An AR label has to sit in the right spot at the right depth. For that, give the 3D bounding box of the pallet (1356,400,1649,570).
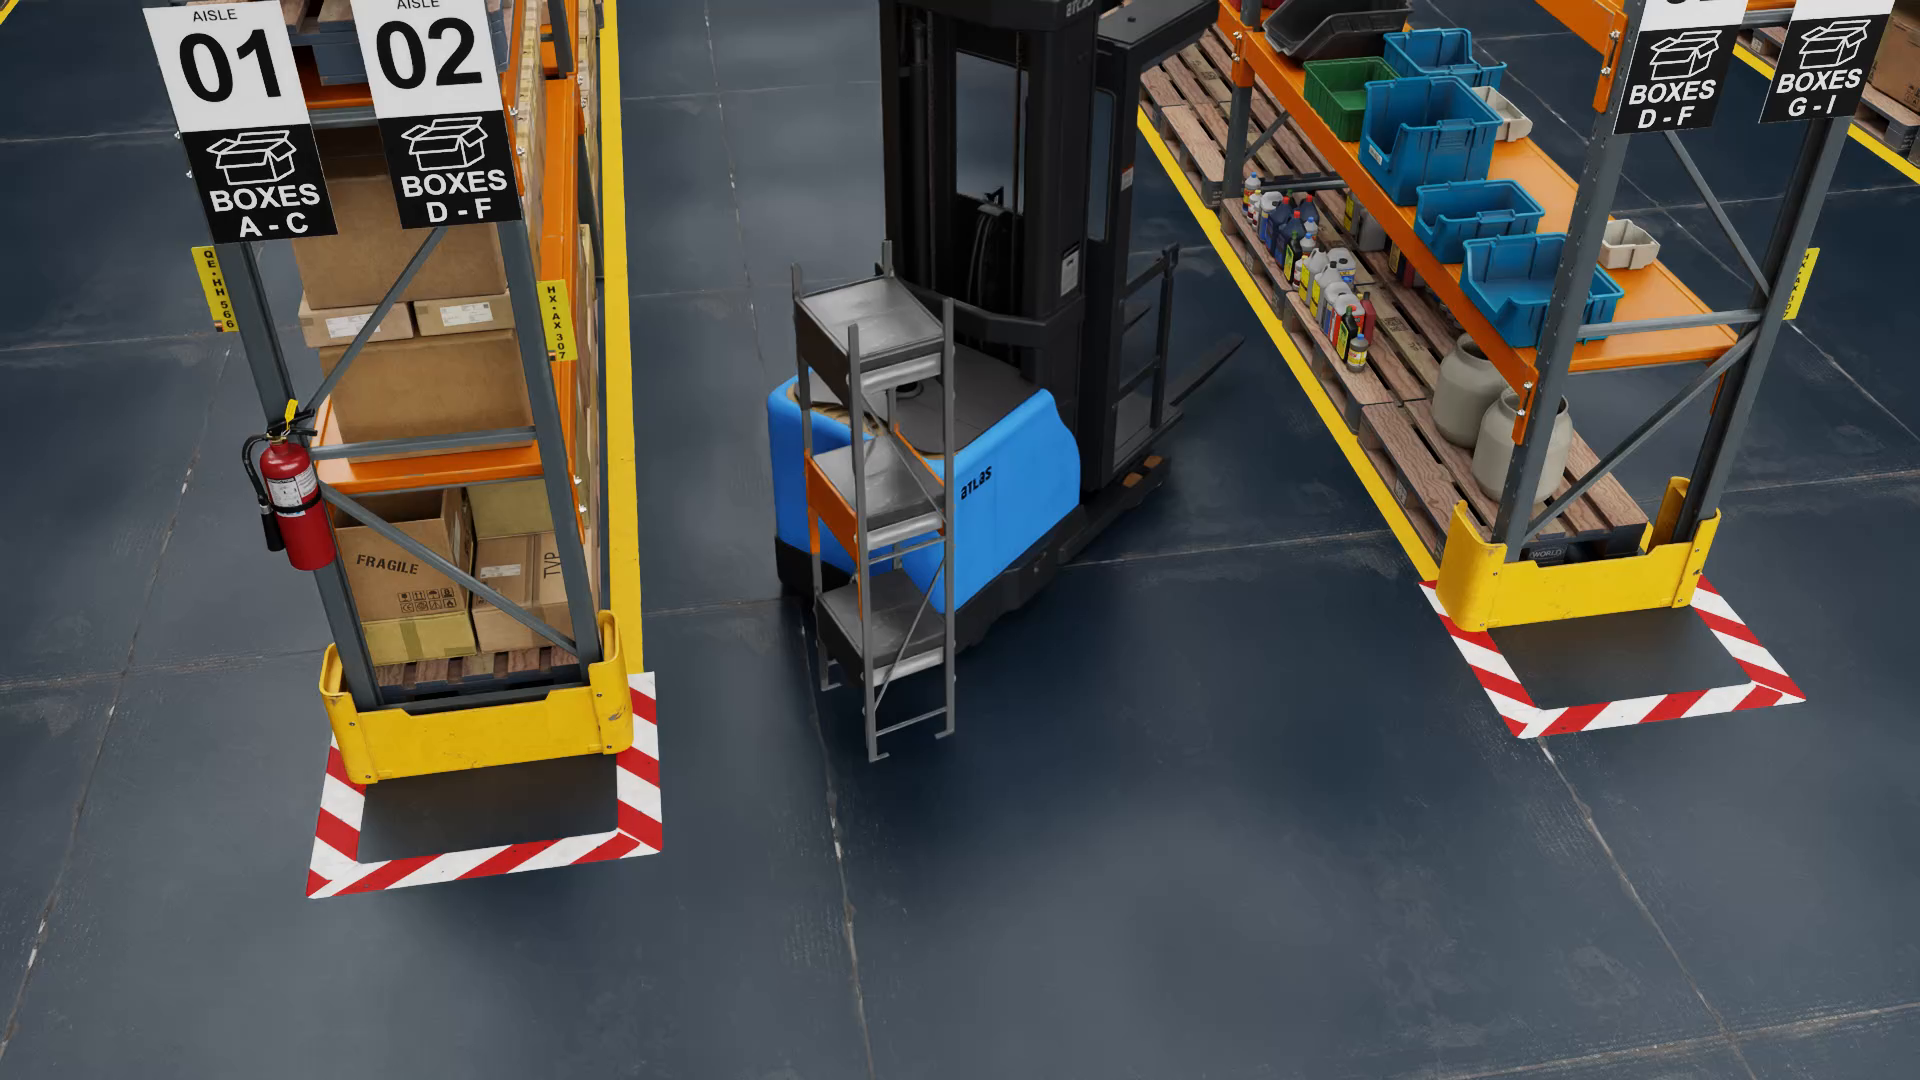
[{"bbox_3d":[2.695,-0.314,8.382,1.003,0.211,1.213,-6,38,-8],"label":"pallet"}]

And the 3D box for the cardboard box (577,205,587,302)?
[{"bbox_3d":[-2.314,-1.584,9.032,0.500,0.500,0.500,-6,38,-8],"label":"cardboard box"}]

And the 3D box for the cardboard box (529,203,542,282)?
[{"bbox_3d":[-2.233,-1.292,7.287,0.700,0.500,0.500,-6,38,-8],"label":"cardboard box"}]

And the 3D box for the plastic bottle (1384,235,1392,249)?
[{"bbox_3d":[2.621,-1.952,10.019,0.144,0.351,0.185,-8,39,-10],"label":"plastic bottle"}]

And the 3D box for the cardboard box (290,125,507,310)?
[{"bbox_3d":[-2.064,-1.219,6.135,0.700,0.500,0.500,-6,38,-8],"label":"cardboard box"}]

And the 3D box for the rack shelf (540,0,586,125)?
[{"bbox_3d":[-3.038,-3.692,11.044,1.077,0.370,4.000,-6,38,-8],"label":"rack shelf"}]

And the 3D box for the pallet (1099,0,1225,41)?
[{"bbox_3d":[1.587,-4.141,13.309,1.003,0.211,1.213,-6,38,-8],"label":"pallet"}]

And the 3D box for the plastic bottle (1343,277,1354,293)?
[{"bbox_3d":[2.175,-1.391,9.418,0.097,0.201,0.097,0,38,0],"label":"plastic bottle"}]

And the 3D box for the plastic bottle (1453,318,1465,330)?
[{"bbox_3d":[2.820,-1.315,9.262,0.097,0.271,0.097,0,38,0],"label":"plastic bottle"}]

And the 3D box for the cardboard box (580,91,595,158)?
[{"bbox_3d":[-2.597,-2.649,10.556,0.500,0.311,0.500,-7,38,-8],"label":"cardboard box"}]

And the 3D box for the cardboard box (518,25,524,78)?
[{"bbox_3d":[-2.426,-2.445,7.713,0.700,0.500,0.500,-6,38,-8],"label":"cardboard box"}]

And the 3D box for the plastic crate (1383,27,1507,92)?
[{"bbox_3d":[2.652,-2.601,9.174,0.499,0.251,0.616,-6,38,-8],"label":"plastic crate"}]

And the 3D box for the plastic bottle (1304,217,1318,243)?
[{"bbox_3d":[2.068,-1.788,9.872,0.097,0.271,0.097,0,38,0],"label":"plastic bottle"}]

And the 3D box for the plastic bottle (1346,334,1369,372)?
[{"bbox_3d":[2.138,-1.013,8.932,0.097,0.201,0.097,0,38,0],"label":"plastic bottle"}]

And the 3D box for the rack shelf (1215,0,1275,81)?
[{"bbox_3d":[1.840,-4.223,11.727,1.077,0.370,4.000,-6,38,-8],"label":"rack shelf"}]

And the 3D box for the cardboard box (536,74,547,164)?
[{"bbox_3d":[-2.504,-2.222,8.484,0.700,0.500,0.500,-7,38,-8],"label":"cardboard box"}]

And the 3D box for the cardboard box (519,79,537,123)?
[{"bbox_3d":[-2.158,-1.995,7.663,0.380,0.149,0.250,-5,38,-6],"label":"cardboard box"}]

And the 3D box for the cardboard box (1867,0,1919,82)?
[{"bbox_3d":[6.915,-3.681,12.122,0.700,0.500,0.500,-6,38,-8],"label":"cardboard box"}]

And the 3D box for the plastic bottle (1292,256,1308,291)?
[{"bbox_3d":[1.983,-1.548,9.619,0.097,0.201,0.097,0,38,0],"label":"plastic bottle"}]

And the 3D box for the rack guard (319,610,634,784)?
[{"bbox_3d":[-1.981,0.649,6.906,1.175,0.500,0.348,-6,38,-8],"label":"rack guard"}]

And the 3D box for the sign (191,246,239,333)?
[{"bbox_3d":[-2.522,-0.853,5.666,0.100,0.325,0.005,-6,38,-8],"label":"sign"}]

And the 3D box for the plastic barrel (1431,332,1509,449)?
[{"bbox_3d":[2.613,-0.758,8.366,0.421,0.512,0.421,0,38,0],"label":"plastic barrel"}]

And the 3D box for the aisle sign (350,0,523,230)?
[{"bbox_3d":[-1.673,-1.372,5.352,0.394,0.787,0.004,-6,38,-8],"label":"aisle sign"}]

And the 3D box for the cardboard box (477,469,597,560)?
[{"bbox_3d":[-1.952,-0.082,7.709,0.500,0.250,0.500,-6,38,-8],"label":"cardboard box"}]

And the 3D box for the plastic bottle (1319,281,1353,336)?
[{"bbox_3d":[2.096,-1.282,9.217,0.152,0.276,0.135,-7,38,-9],"label":"plastic bottle"}]

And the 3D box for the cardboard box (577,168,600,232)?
[{"bbox_3d":[-2.514,-2.118,10.331,0.500,0.250,0.500,-7,38,-9],"label":"cardboard box"}]

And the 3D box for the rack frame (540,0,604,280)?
[{"bbox_3d":[-2.687,-2.768,9.268,1.000,3.000,0.127,-6,38,-8],"label":"rack frame"}]

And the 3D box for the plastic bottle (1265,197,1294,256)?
[{"bbox_3d":[1.923,-1.894,9.944,0.144,0.351,0.185,-5,38,-7],"label":"plastic bottle"}]

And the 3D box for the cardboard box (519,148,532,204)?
[{"bbox_3d":[-2.025,-1.531,7.066,0.380,0.149,0.250,-7,38,-9],"label":"cardboard box"}]

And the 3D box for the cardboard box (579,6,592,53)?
[{"bbox_3d":[-2.871,-3.577,11.752,0.500,0.311,0.500,-6,38,-8],"label":"cardboard box"}]

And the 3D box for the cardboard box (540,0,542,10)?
[{"bbox_3d":[-2.428,-2.923,8.857,0.380,0.149,0.250,-6,38,-8],"label":"cardboard box"}]

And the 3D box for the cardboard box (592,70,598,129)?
[{"bbox_3d":[-2.784,-3.047,11.526,0.500,0.250,0.500,-6,38,-7],"label":"cardboard box"}]

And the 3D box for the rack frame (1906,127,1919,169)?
[{"bbox_3d":[7.067,-3.831,10.637,1.000,3.000,0.127,-6,38,-8],"label":"rack frame"}]

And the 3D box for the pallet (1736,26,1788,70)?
[{"bbox_3d":[6.711,-3.939,13.048,1.003,0.211,1.213,-6,38,-8],"label":"pallet"}]

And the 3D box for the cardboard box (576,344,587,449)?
[{"bbox_3d":[-2.051,-0.679,7.866,0.500,0.500,0.500,-6,38,-8],"label":"cardboard box"}]

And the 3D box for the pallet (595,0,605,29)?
[{"bbox_3d":[-3.482,-4.538,13.819,1.003,0.211,1.213,-6,38,-8],"label":"pallet"}]

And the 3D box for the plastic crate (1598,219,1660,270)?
[{"bbox_3d":[3.051,-1.354,7.662,0.298,0.136,0.250,-6,38,-8],"label":"plastic crate"}]

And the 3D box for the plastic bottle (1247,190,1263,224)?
[{"bbox_3d":[1.832,-2.066,10.287,0.097,0.201,0.097,0,38,0],"label":"plastic bottle"}]

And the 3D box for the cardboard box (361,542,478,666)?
[{"bbox_3d":[-2.371,0.276,7.249,0.500,0.250,0.500,-6,38,-8],"label":"cardboard box"}]

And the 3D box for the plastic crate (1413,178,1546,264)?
[{"bbox_3d":[2.401,-1.487,7.740,0.499,0.251,0.408,-6,38,-8],"label":"plastic crate"}]

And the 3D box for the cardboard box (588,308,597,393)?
[{"bbox_3d":[-2.210,-0.988,8.876,0.500,0.250,0.500,-6,38,-8],"label":"cardboard box"}]

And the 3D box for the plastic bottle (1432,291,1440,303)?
[{"bbox_3d":[2.767,-1.497,9.498,0.097,0.271,0.097,0,38,0],"label":"plastic bottle"}]

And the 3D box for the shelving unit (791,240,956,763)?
[{"bbox_3d":[-0.318,-0.090,6.554,0.431,2.100,0.503,-18,41,-22],"label":"shelving unit"}]

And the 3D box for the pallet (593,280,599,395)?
[{"bbox_3d":[-2.589,-1.182,9.499,1.003,0.211,1.213,-6,38,-8],"label":"pallet"}]

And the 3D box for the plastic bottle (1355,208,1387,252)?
[{"bbox_3d":[2.479,-1.892,10.002,0.152,0.276,0.135,-6,38,-8],"label":"plastic bottle"}]

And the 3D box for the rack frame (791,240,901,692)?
[{"bbox_3d":[-0.432,-0.222,6.724,0.400,2.100,0.015,-18,41,-22],"label":"rack frame"}]

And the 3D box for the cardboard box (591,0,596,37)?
[{"bbox_3d":[-3.056,-3.973,12.717,0.500,0.250,0.500,-5,38,-7],"label":"cardboard box"}]

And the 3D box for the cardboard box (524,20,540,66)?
[{"bbox_3d":[-2.292,-2.457,8.257,0.380,0.149,0.250,-6,38,-8],"label":"cardboard box"}]

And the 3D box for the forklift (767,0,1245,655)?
[{"bbox_3d":[0.421,-1.492,7.681,1.130,2.935,3.031,24,44,28],"label":"forklift"}]

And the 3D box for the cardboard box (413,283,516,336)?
[{"bbox_3d":[-1.843,-0.908,6.263,0.380,0.149,0.250,-6,38,-8],"label":"cardboard box"}]

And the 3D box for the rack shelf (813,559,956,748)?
[{"bbox_3d":[-0.318,0.474,6.992,0.431,0.518,0.480,-18,41,-22],"label":"rack shelf"}]
